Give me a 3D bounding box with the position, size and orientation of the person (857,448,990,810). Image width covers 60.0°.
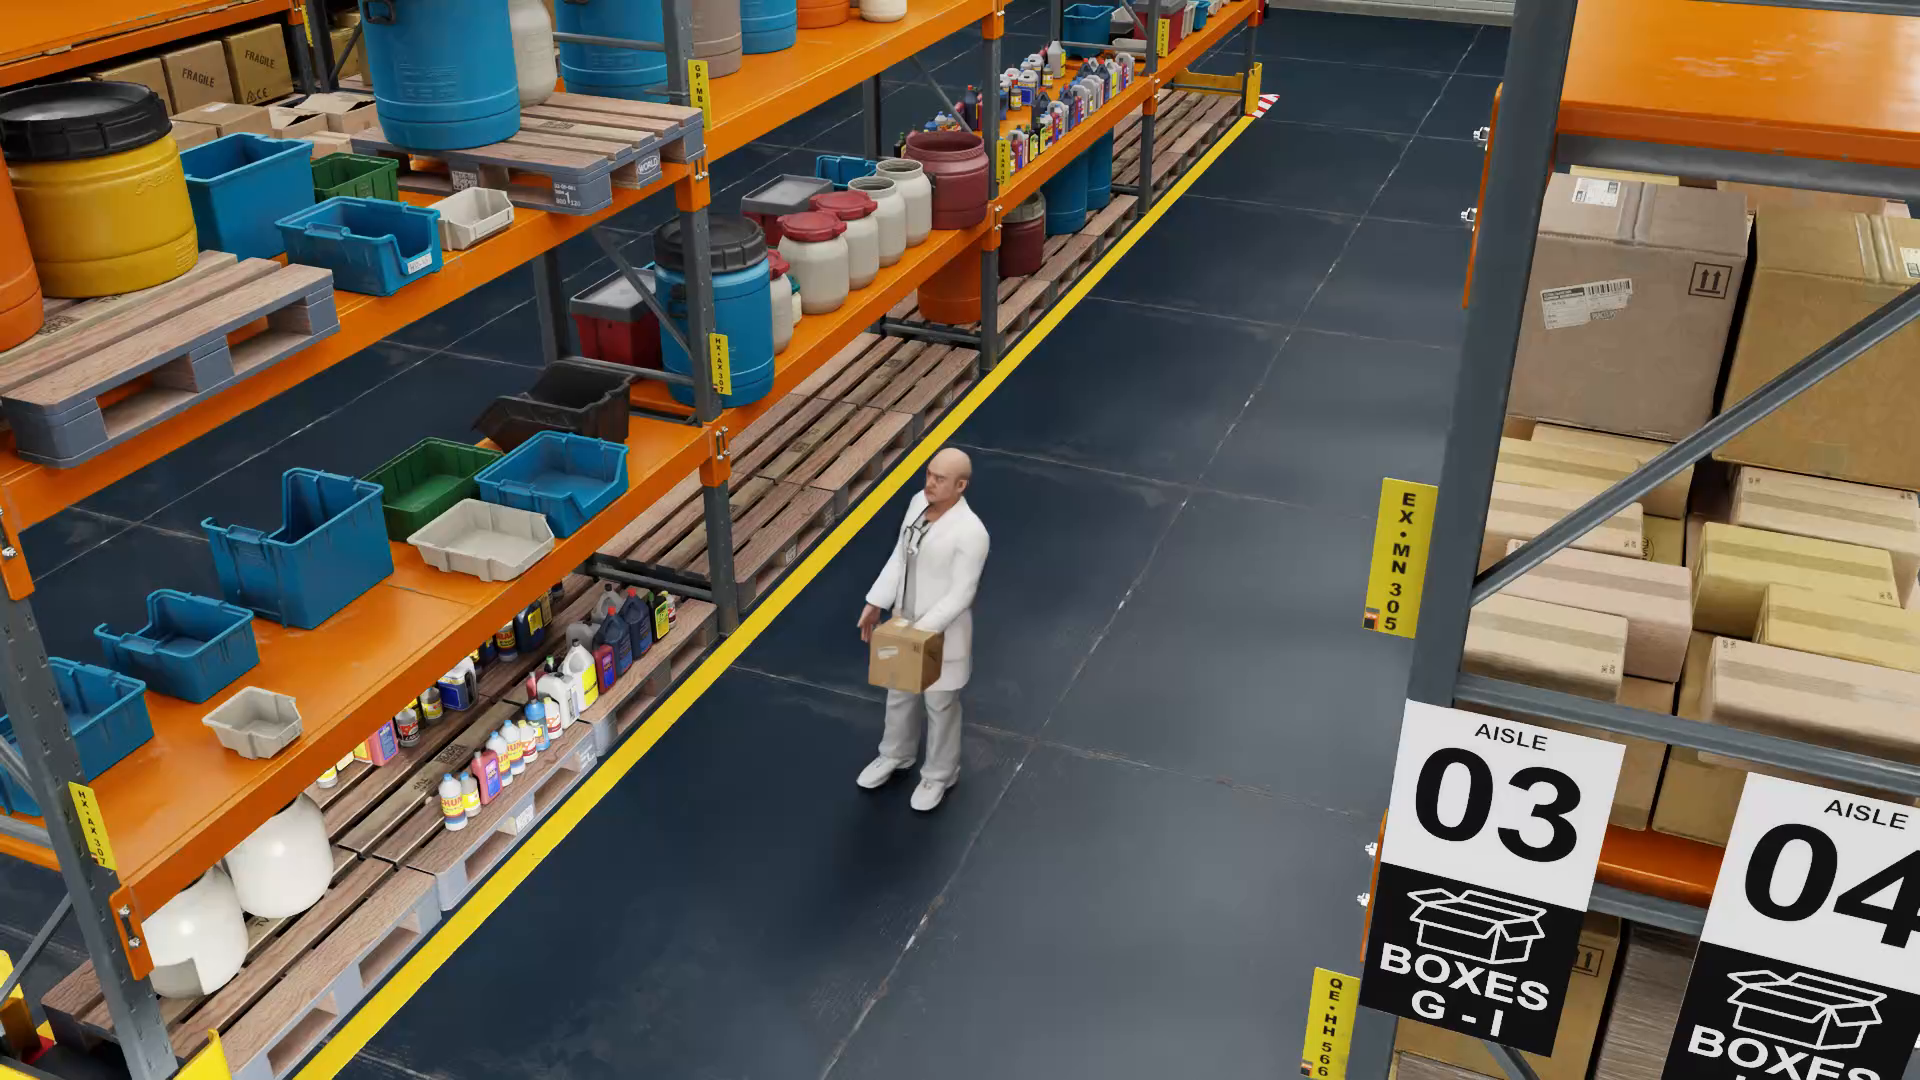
[{"bbox_3d":[-0.181,0.423,7.653,0.540,1.779,0.566,-19,34,-30],"label":"person"}]
